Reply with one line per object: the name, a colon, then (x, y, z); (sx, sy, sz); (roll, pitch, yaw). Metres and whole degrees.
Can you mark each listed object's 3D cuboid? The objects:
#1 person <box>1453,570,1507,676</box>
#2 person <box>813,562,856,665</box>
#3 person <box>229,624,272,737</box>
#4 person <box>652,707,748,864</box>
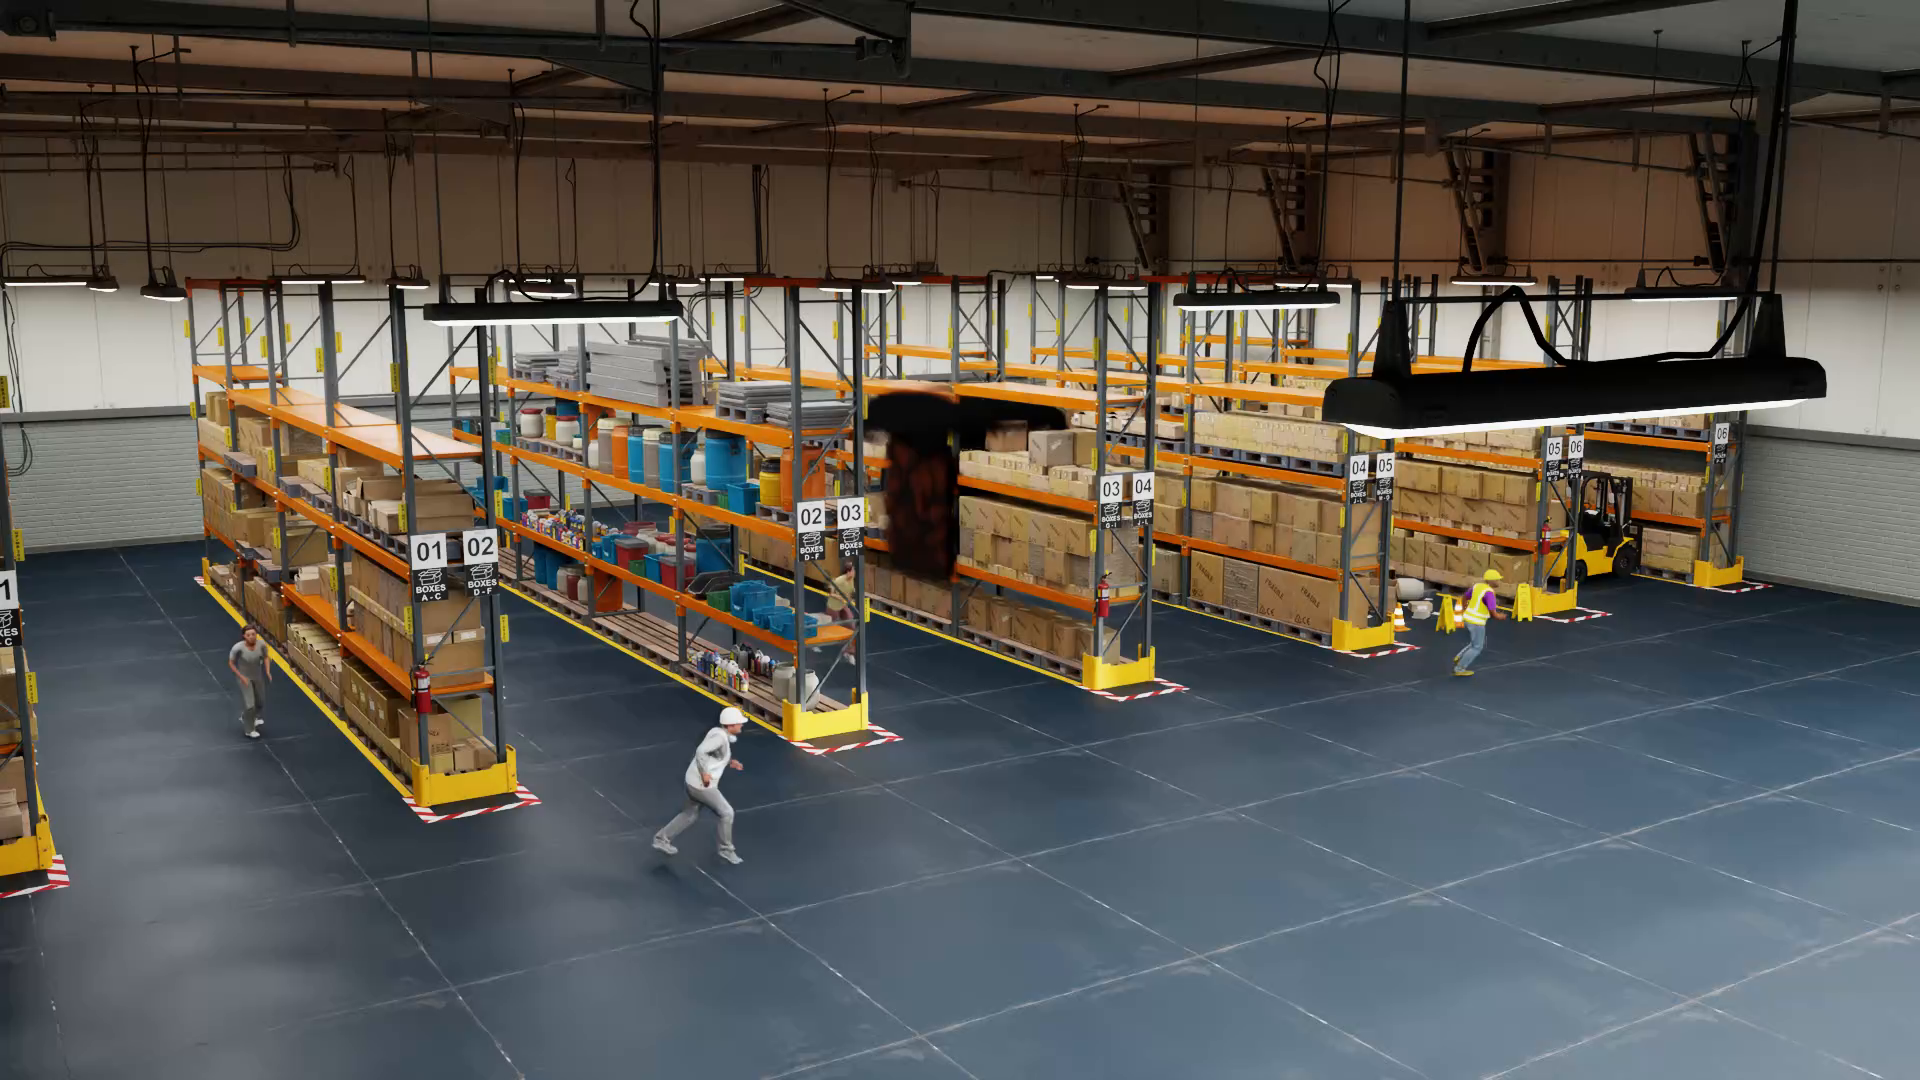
person: (7.986, 1.265, 25.522); (0.781, 1.654, 0.713); (-1, 10, -4)
person: (-1.986, 1.110, 26.207); (0.979, 1.625, 0.608); (7, 12, 34)
person: (-9.544, 1.849, 22.287); (0.780, 1.576, 0.578); (8, 12, 39)
person: (-2.745, 2.619, 17.522); (1.038, 1.734, 0.703); (-1, 10, -5)
